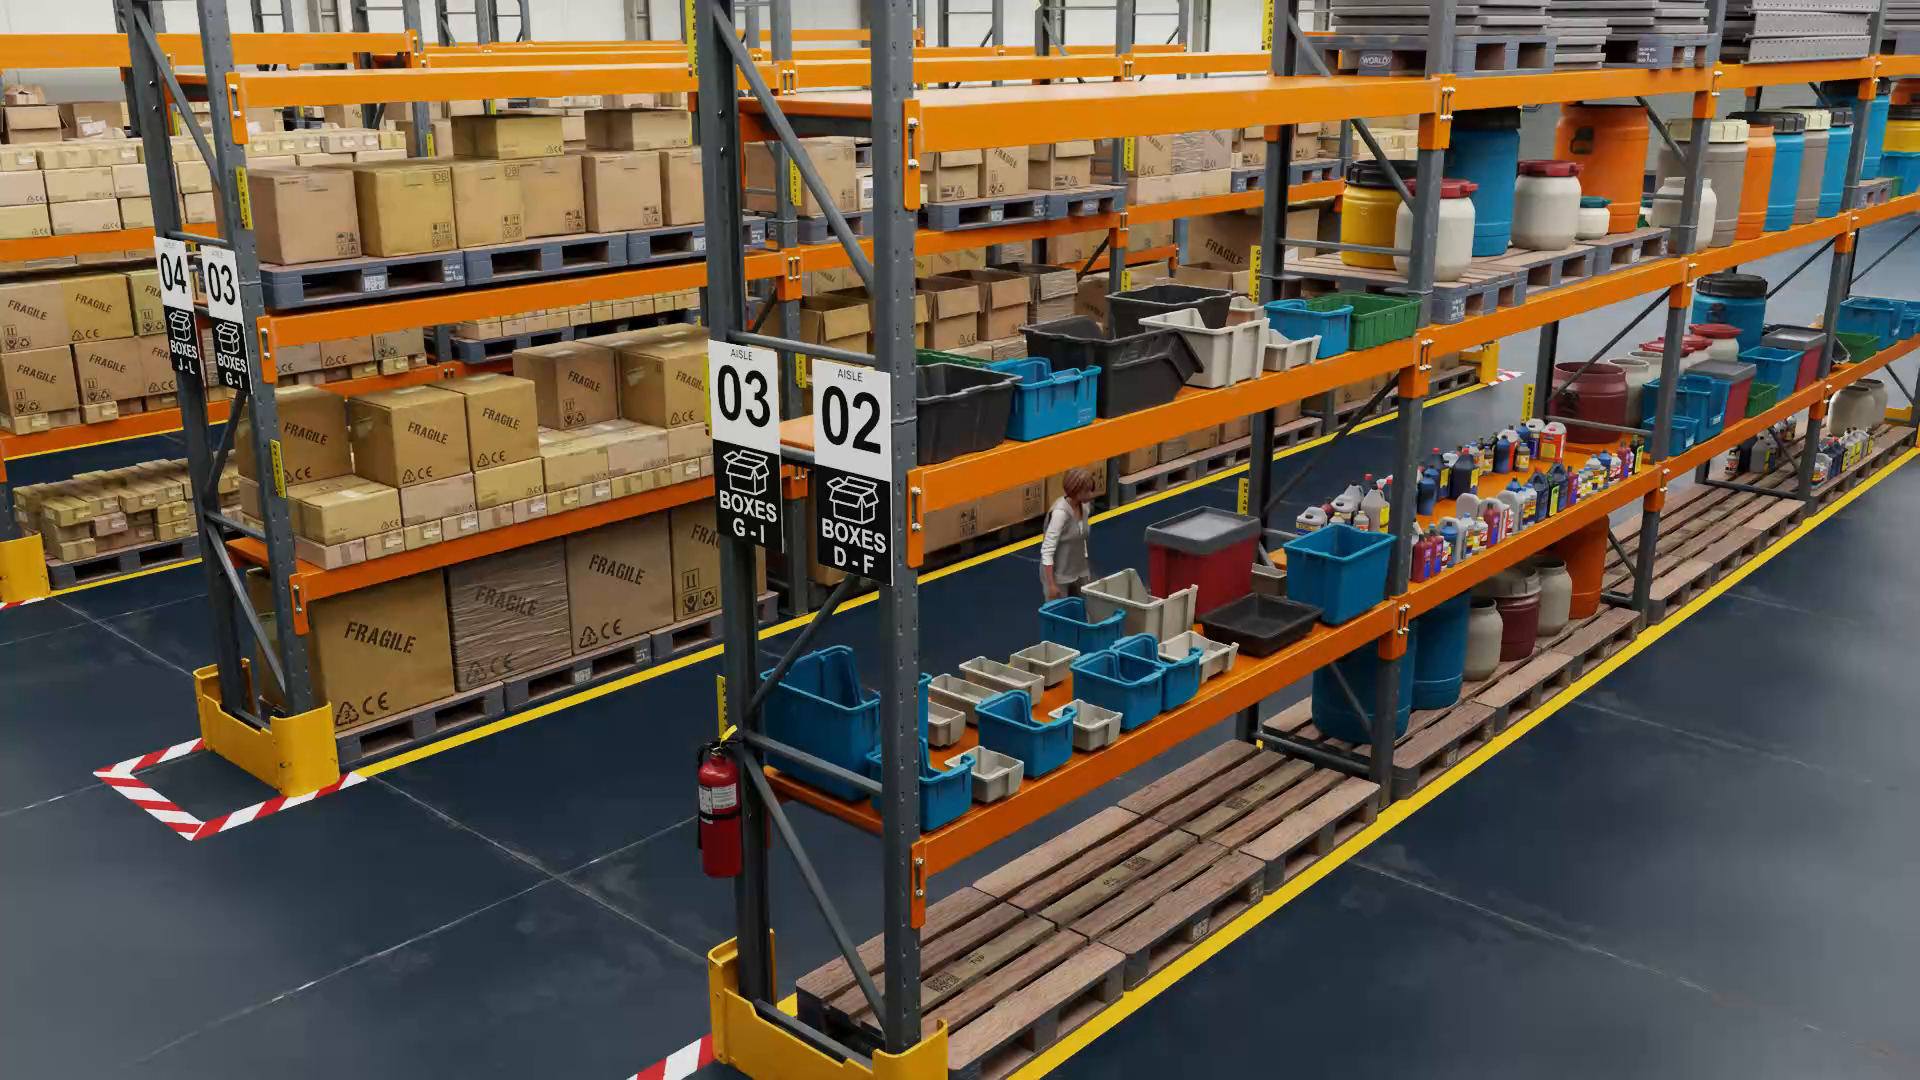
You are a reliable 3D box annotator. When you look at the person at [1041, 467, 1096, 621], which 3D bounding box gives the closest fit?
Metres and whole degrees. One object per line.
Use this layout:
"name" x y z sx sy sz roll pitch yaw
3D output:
"person" 0.727 0.278 11.166 0.343 1.594 0.481 14 22 37
